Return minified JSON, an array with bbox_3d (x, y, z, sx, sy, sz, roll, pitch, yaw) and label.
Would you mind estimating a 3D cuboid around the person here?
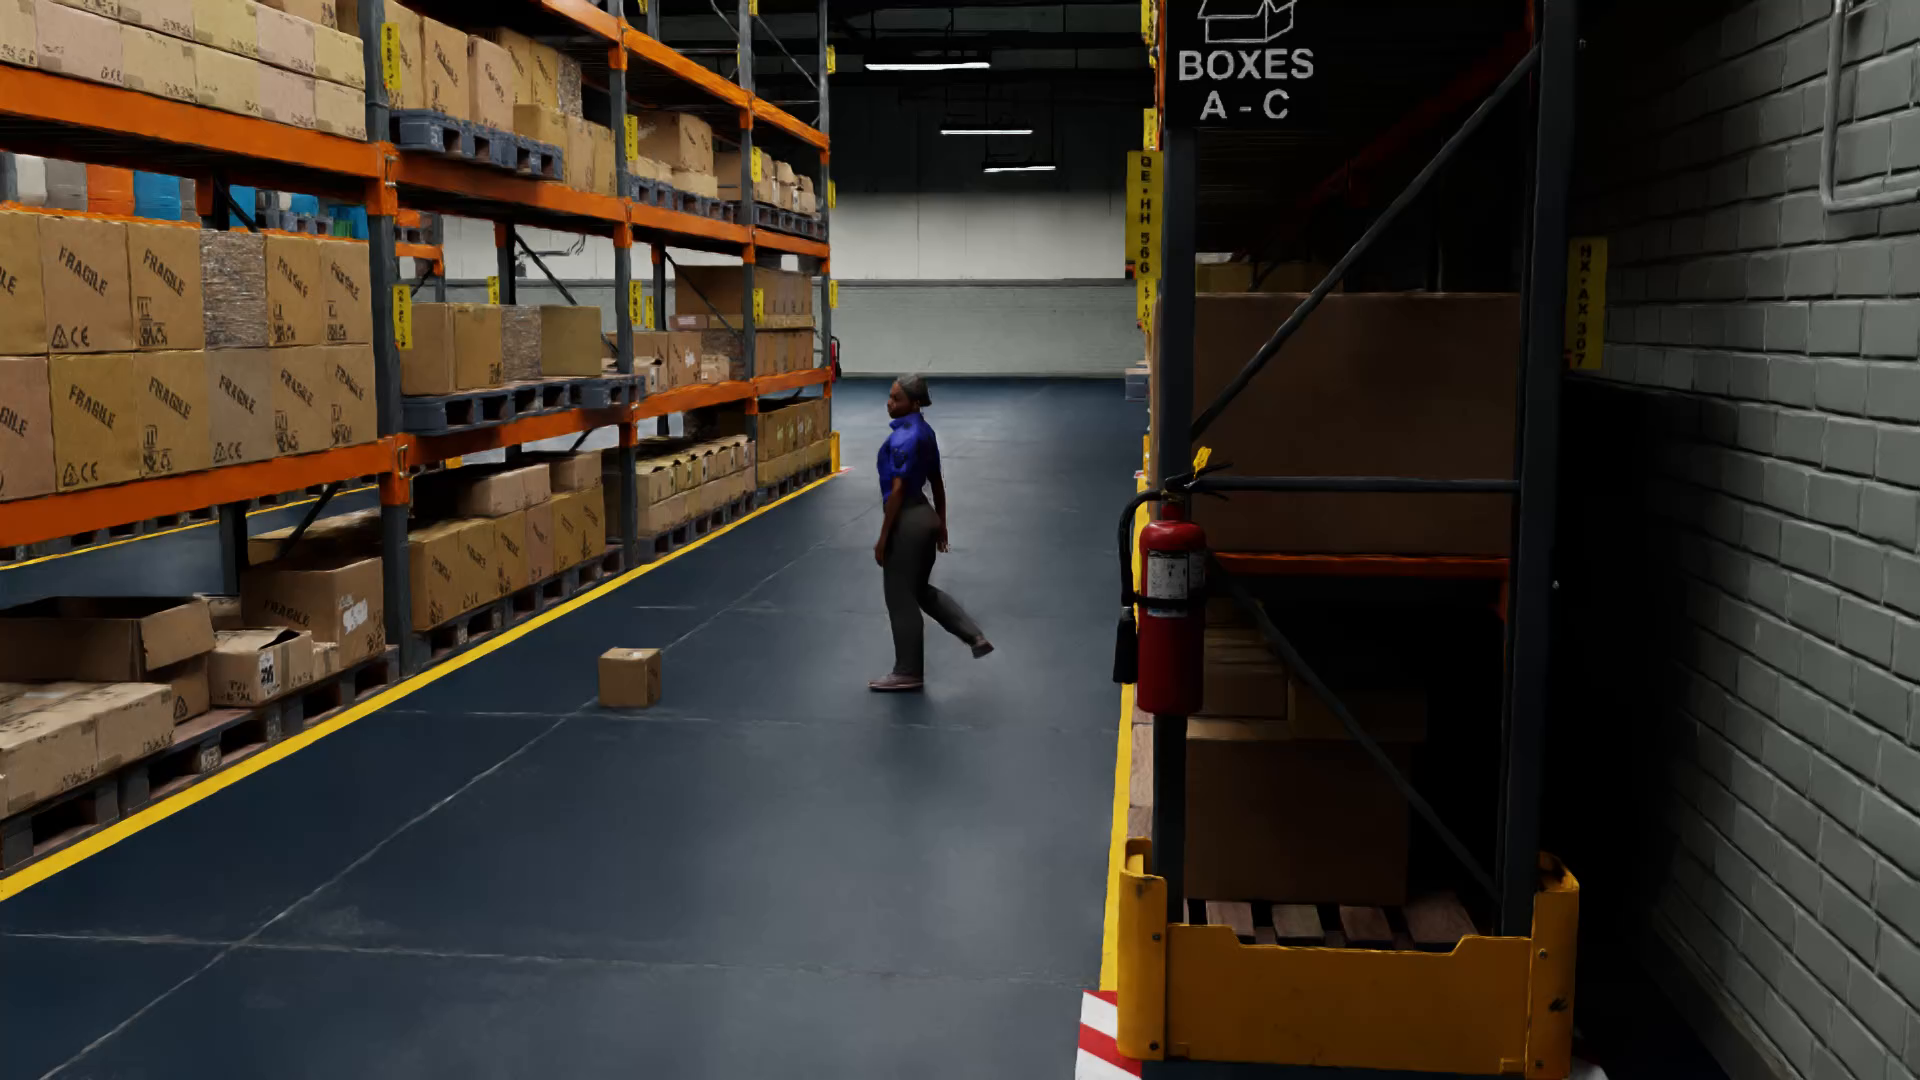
[{"bbox_3d":[-0.159,-0.049,8.695,0.583,1.656,0.653,2,8,15],"label":"person"}]
